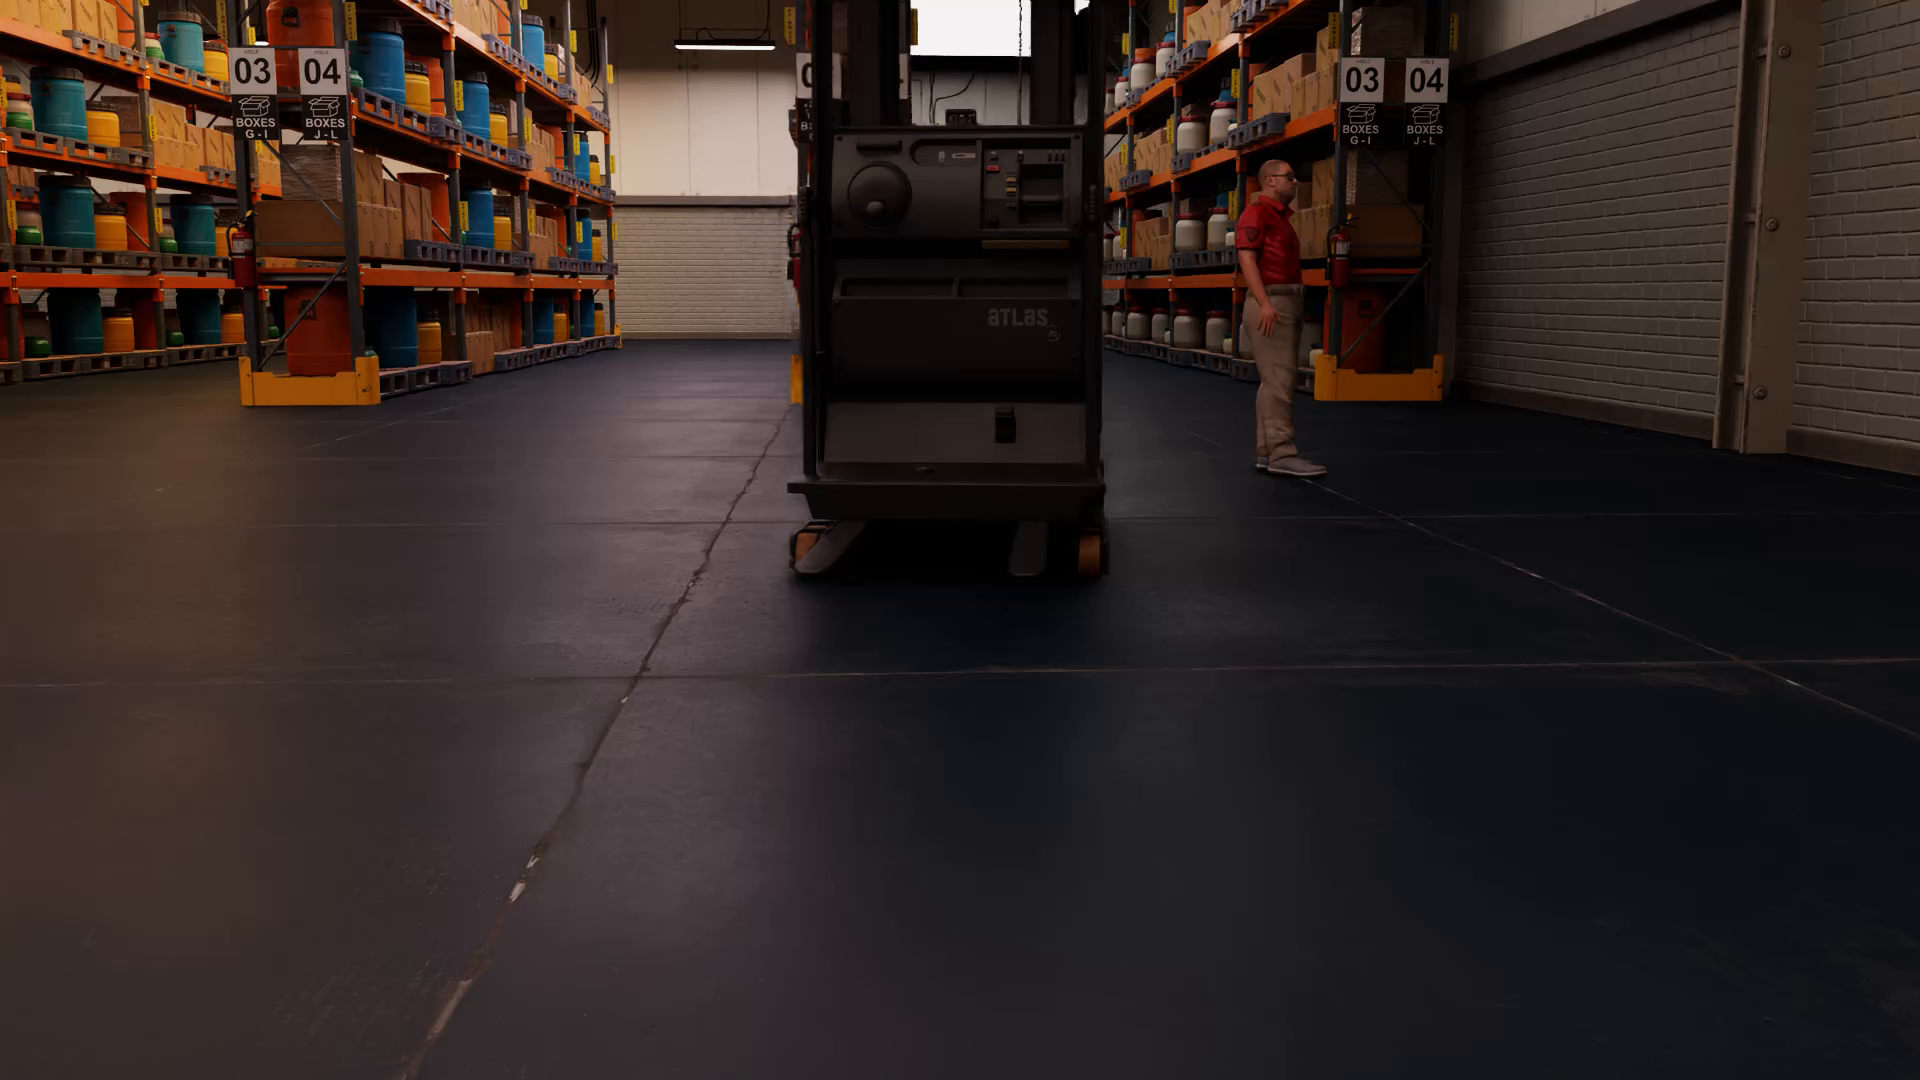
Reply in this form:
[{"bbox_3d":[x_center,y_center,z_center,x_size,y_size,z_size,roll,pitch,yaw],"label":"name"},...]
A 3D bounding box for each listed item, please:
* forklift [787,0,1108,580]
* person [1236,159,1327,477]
[{"bbox_3d":[-0.022,-1.356,5.966,1.130,2.935,3.031,1,8,4],"label":"forklift"},{"bbox_3d":[1.845,-1.241,9.258,0.547,1.732,0.659,4,9,24],"label":"person"}]
